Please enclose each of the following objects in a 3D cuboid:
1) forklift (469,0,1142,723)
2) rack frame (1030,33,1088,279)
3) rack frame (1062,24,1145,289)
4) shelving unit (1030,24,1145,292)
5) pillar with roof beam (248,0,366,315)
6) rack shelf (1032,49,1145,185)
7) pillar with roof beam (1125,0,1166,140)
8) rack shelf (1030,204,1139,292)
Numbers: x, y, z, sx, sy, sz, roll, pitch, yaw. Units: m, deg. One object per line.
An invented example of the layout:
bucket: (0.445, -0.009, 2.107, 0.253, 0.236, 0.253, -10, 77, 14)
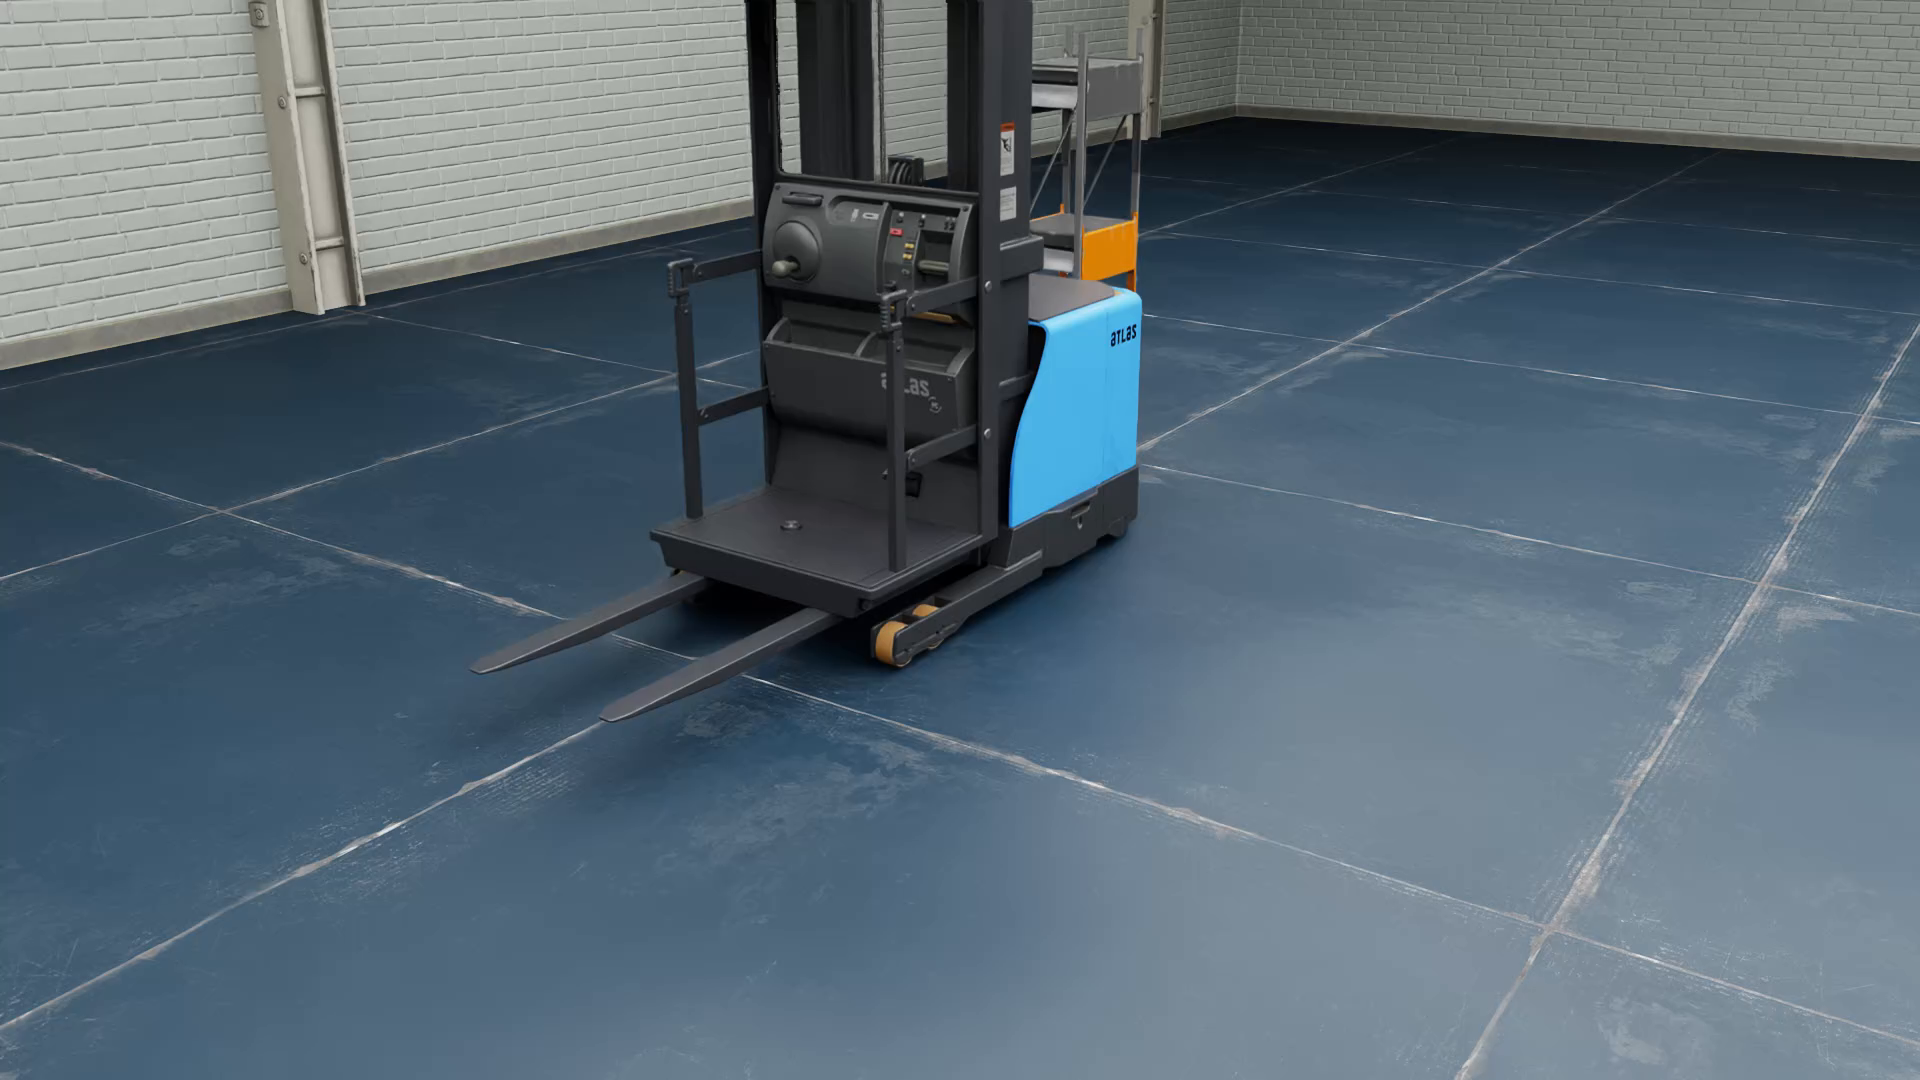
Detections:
forklift: (-0.475, -1.103, 6.023, 1.130, 2.935, 3.031, 14, 24, 33)
rack frame: (0.363, -1.160, 7.375, 0.400, 2.100, 0.015, 14, 24, 33)
rack frame: (0.644, -1.299, 7.750, 0.400, 2.100, 0.015, 14, 24, 33)
shelving unit: (0.503, -1.230, 7.563, 0.431, 2.100, 0.503, 14, 24, 33)
pillar with roof beam: (-0.878, -5.018, 7.861, 9.100, 9.000, 0.400, 13, 24, 32)
rack shelf: (0.503, -1.873, 7.325, 0.431, 0.518, 0.480, 14, 24, 33)
pillar with roof beam: (5.868, -8.461, 17.169, 9.100, 9.000, 0.400, 13, 24, 32)
rack shelf: (0.503, -1.217, 7.567, 0.431, 0.518, 0.480, 14, 24, 33)
